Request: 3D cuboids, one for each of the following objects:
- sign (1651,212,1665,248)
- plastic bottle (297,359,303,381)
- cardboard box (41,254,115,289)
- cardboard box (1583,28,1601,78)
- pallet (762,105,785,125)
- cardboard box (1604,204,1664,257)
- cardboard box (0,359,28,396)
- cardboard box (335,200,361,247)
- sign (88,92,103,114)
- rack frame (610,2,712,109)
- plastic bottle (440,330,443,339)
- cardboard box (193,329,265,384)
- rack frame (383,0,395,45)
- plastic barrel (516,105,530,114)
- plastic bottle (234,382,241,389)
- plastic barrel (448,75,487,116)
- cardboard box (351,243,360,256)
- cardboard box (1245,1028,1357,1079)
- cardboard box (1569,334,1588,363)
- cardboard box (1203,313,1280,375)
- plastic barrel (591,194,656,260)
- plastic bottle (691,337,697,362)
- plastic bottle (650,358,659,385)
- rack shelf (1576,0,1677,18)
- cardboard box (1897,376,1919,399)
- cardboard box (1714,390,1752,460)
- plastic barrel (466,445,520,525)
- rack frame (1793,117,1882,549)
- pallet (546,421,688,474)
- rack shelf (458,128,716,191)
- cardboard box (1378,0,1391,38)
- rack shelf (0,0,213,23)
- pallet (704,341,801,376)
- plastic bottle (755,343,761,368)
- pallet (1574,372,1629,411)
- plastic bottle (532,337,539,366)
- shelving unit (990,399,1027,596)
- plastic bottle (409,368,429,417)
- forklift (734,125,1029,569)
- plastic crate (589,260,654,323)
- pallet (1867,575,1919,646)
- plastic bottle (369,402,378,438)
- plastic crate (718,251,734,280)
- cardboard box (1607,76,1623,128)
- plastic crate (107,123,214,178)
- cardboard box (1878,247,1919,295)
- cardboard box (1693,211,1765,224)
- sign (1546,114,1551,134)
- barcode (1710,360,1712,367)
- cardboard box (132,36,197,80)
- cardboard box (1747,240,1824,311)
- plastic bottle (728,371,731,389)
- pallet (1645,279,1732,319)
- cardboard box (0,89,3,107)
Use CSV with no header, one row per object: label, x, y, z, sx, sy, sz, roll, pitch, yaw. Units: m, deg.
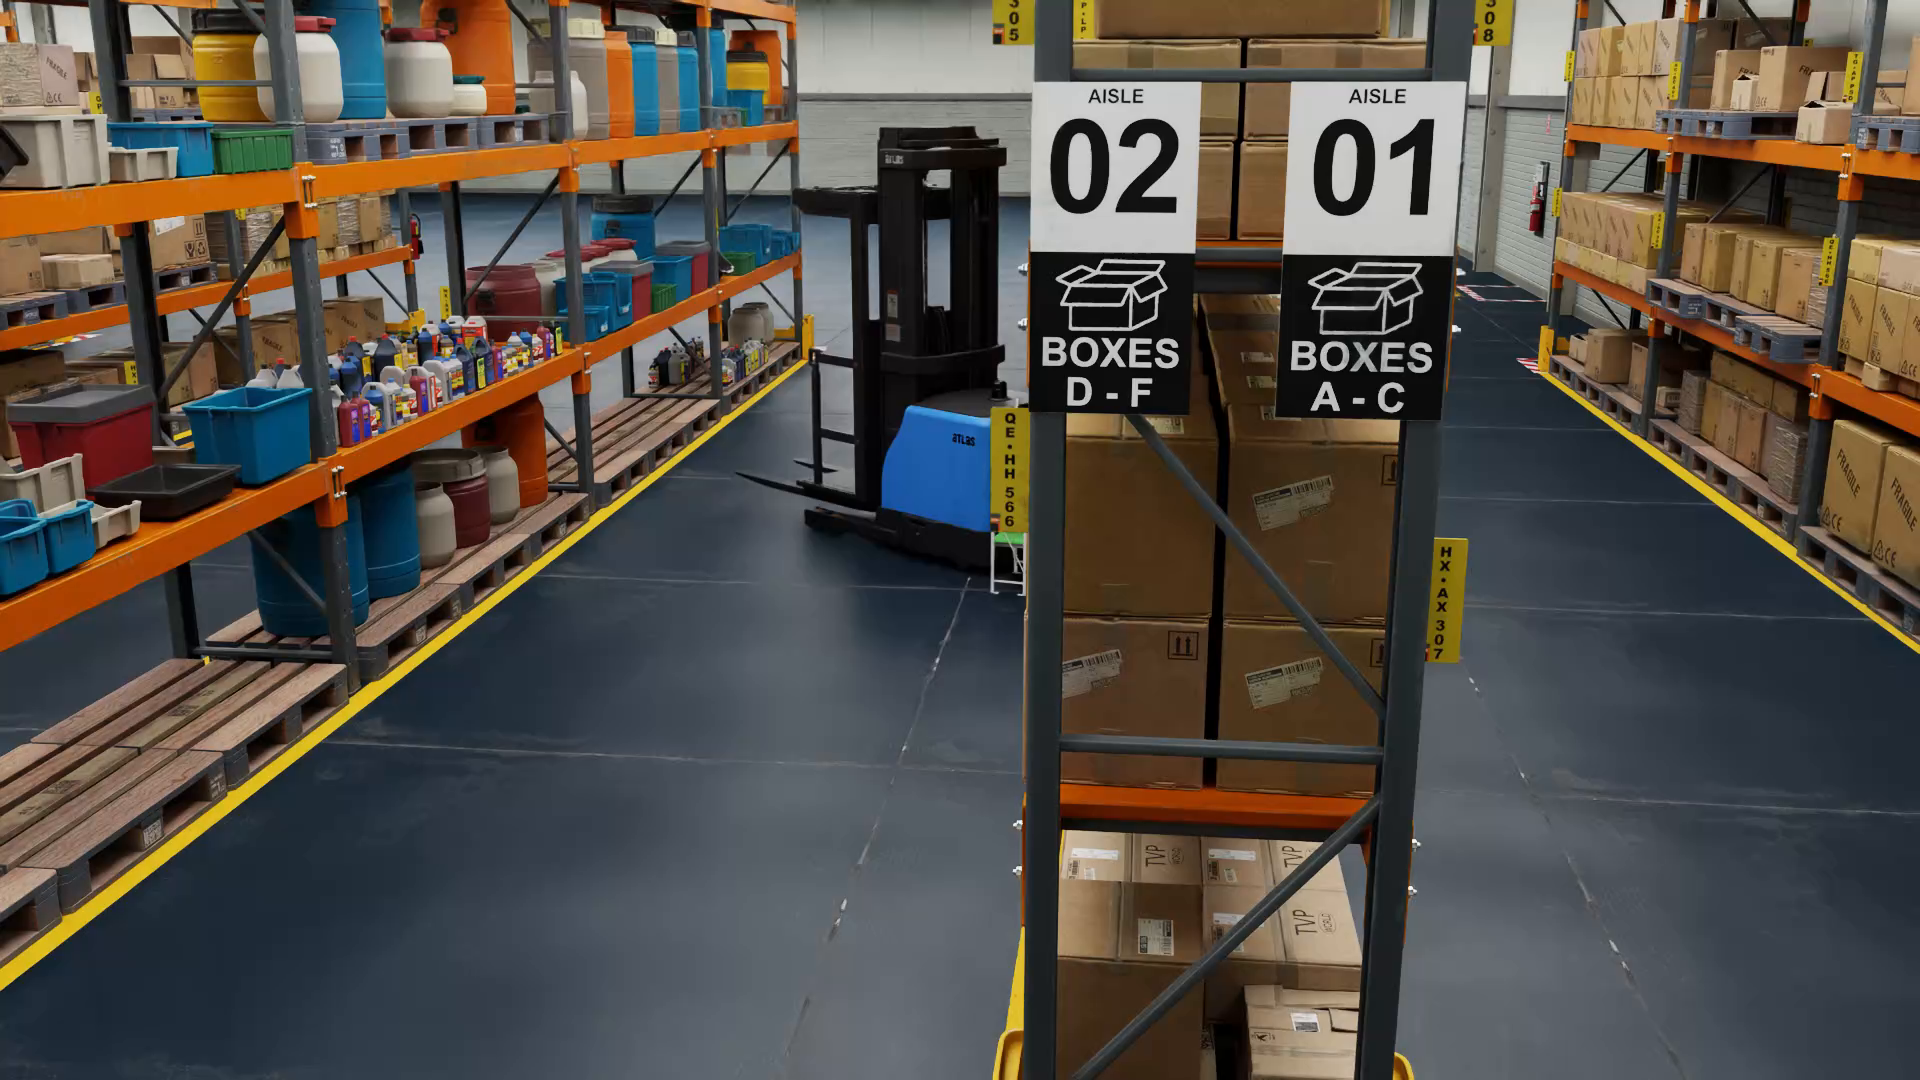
sign,6.414,-2.844,15.274,0.100,0.325,0.005,2,15,6
plastic bottle,-3.850,-0.897,9.826,0.144,0.351,0.185,2,15,6
cardboard box,-7.845,-2.370,14.664,0.500,0.250,0.500,1,15,5
cardboard box,7.014,-5.216,17.815,0.500,0.500,0.500,2,15,6
pallet,-2.629,-4.886,19.101,1.003,0.211,1.213,2,15,6
cardboard box,6.818,-3.103,16.702,0.500,0.500,0.500,1,15,5
cardboard box,-8.217,-1.354,13.934,0.500,0.250,0.500,2,15,9
cardboard box,-7.486,-3.675,19.246,0.875,0.500,0.500,2,15,6
sign,-4.339,-2.098,8.410,0.100,0.325,0.005,2,15,6
rack frame,-2.890,-5.600,15.631,1.000,3.000,0.127,2,15,6
plastic bottle,-3.762,-1.413,12.022,0.097,0.201,0.097,0,15,0
cardboard box,-7.726,-1.948,17.604,0.500,0.500,0.500,1,15,5
rack frame,-7.360,-6.783,20.007,1.000,3.000,0.127,2,15,6
plastic barrel,-3.430,-3.384,13.449,0.301,0.262,0.301,0,15,0
plastic bottle,-4.088,-0.745,9.396,0.061,0.283,0.133,2,15,6
plastic barrel,-3.316,-2.968,11.105,0.301,0.262,0.301,0,15,0
cardboard box,-7.306,-3.426,19.569,0.380,0.149,0.250,2,15,6
cardboard box,1.066,1.621,5.040,0.380,0.149,0.250,2,15,6
cardboard box,7.238,-2.187,18.811,0.500,0.311,0.500,0,15,0
cardboard box,1.217,-0.610,6.566,0.500,0.500,0.500,2,15,7
plastic barrel,-3.234,-2.854,16.011,0.600,0.901,0.708,2,15,6
plastic bottle,-2.996,-2.123,18.628,0.061,0.283,0.133,2,15,7
plastic bottle,-3.163,-1.739,17.208,0.061,0.283,0.133,2,15,9
rack shelf,7.180,-5.478,16.564,1.077,0.370,4.000,2,15,6
cardboard box,6.178,-0.984,10.497,0.380,0.149,0.250,2,15,6
cardboard box,6.781,-0.959,13.910,0.700,0.500,0.500,2,15,7
plastic barrel,-3.354,-0.391,11.825,0.421,0.512,0.421,0,15,0
rack frame,6.503,-1.374,11.498,1.000,3.000,0.127,2,15,6
pallet,-3.075,-0.835,14.847,1.003,0.211,1.213,2,15,6
rack shelf,-3.115,-3.286,14.198,1.077,0.370,4.000,2,15,6
cardboard box,0.860,-1.684,4.791,0.700,0.500,0.500,2,15,6
rack shelf,-8.037,-4.686,14.398,1.077,0.370,4.000,2,15,6
pallet,-2.497,-2.163,19.758,1.003,0.211,1.213,2,15,6
plastic bottle,-2.281,-2.049,18.368,0.152,0.276,0.135,1,15,5
pallet,7.130,-1.558,17.520,1.003,0.211,1.213,2,15,6
plastic bottle,-3.031,-1.338,11.745,0.097,0.201,0.097,0,15,0
shelving unit,0.400,-0.286,10.922,0.258,1.200,0.503,5,16,19
plastic bottle,-3.227,-0.885,9.913,0.061,0.283,0.133,2,15,6
forklift,-0.515,-1.530,12.205,1.130,2.935,3.031,-15,21,-43
plastic crate,-2.855,-2.107,14.086,0.402,0.464,0.583,2,15,6
pallet,6.199,0.490,9.947,1.003,0.211,1.213,2,15,6
plastic bottle,-3.317,-0.680,9.312,0.097,0.201,0.097,0,15,0
plastic crate,-2.704,-2.806,16.910,0.767,0.338,0.504,2,15,6
cardboard box,6.929,-4.463,16.945,0.500,0.500,0.500,3,15,10
plastic crate,-3.578,-1.750,7.463,0.416,0.233,0.300,2,15,6
cardboard box,6.135,-1.688,10.423,0.500,0.250,0.500,1,15,5
cardboard box,7.215,-2.827,15.682,0.500,0.500,0.500,1,15,5
sign,9.280,-6.556,26.221,0.001,0.298,0.199,2,15,6
barcode,7.253,-1.705,16.054,0.001,0.075,0.075,2,15,6
cardboard box,-8.014,-4.855,16.904,0.500,0.500,0.500,1,15,5
cardboard box,6.664,-2.081,13.077,0.700,0.500,0.500,2,15,6
plastic bottle,-2.407,-1.661,17.077,0.097,0.201,0.097,0,15,0
pallet,6.723,-2.125,14.643,1.003,0.211,1.213,2,15,6
cardboard box,-7.954,-3.664,13.070,0.500,0.500,0.500,2,15,7
